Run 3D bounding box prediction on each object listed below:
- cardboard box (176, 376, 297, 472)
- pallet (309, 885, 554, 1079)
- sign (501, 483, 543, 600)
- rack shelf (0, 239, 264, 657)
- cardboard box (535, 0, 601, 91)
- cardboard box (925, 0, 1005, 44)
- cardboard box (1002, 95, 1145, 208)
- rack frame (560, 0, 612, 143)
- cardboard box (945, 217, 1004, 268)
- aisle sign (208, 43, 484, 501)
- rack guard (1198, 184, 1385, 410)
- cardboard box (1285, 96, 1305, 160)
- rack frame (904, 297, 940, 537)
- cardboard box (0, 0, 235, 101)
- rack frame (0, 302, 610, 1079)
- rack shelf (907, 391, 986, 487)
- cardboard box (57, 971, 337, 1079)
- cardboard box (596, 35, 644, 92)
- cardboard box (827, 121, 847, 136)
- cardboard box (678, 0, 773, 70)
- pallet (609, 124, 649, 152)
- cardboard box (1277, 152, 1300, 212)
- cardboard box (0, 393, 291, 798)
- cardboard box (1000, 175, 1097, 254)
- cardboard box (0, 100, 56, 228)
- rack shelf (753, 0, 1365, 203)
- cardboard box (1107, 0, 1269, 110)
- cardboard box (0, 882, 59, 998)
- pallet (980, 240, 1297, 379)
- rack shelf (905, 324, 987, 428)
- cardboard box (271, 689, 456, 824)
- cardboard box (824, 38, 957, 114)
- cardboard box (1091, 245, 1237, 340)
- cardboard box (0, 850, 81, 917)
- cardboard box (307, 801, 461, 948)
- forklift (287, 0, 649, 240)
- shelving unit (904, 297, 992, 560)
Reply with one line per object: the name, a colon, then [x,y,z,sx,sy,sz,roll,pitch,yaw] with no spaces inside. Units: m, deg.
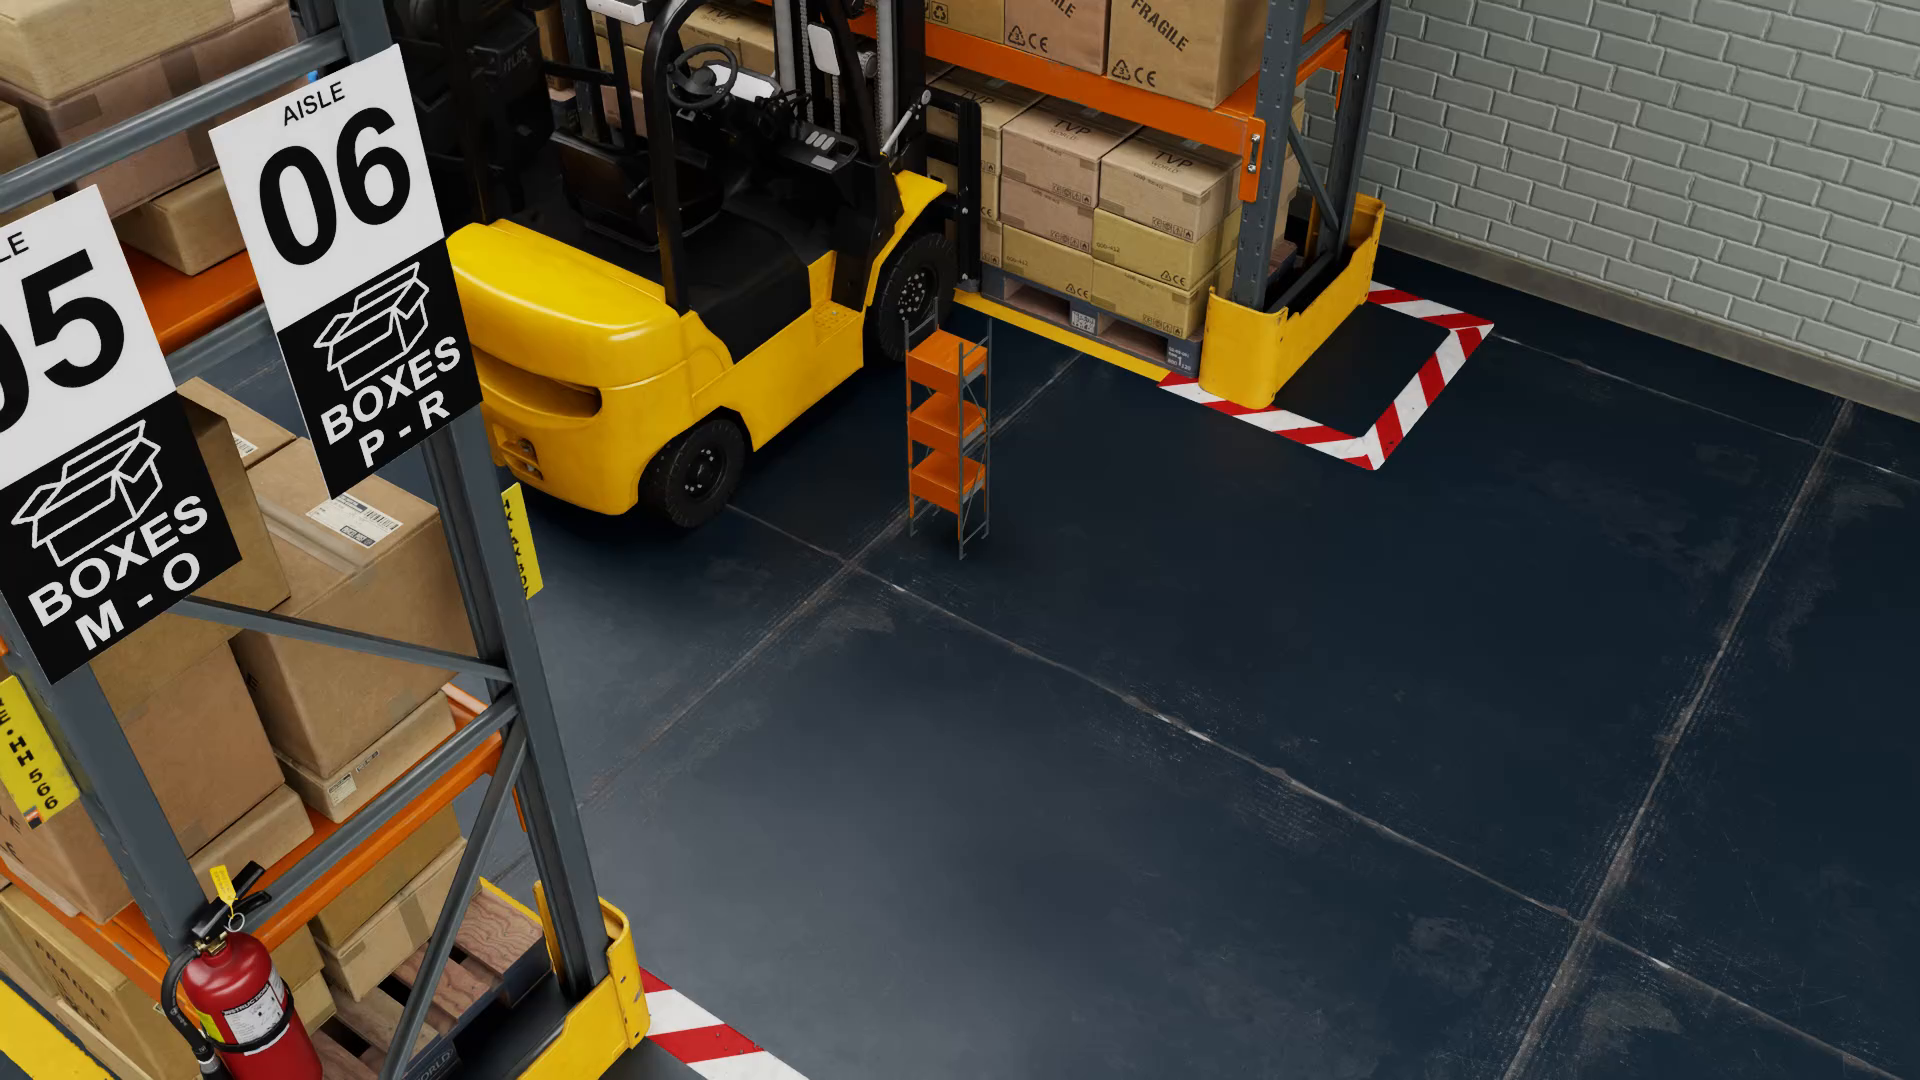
cardboard box: [-1.991,-0.041,4.248,0.500,0.500,0.500,27,48,27]
pallet: [-2.043,1.316,5.120,1.213,0.211,1.003,25,48,25]
sign: [-1.025,0.018,3.831,0.005,0.325,0.100,25,48,25]
rack shelf: [-2.974,-0.979,3.884,4.000,0.370,1.077,25,48,25]
cardboard box: [-2.198,-3.071,9.399,0.625,0.625,0.875,27,48,27]
cardboard box: [0.118,-2.557,7.283,0.500,0.500,0.500,24,47,25]
cardboard box: [0.533,-1.777,7.484,0.500,0.250,0.500,26,48,26]
rack frame: [-1.764,-3.606,8.531,0.127,3.000,1.000,25,48,25]
cardboard box: [0.138,-1.606,8.042,0.500,0.250,0.500,26,48,26]
aisle sign: [-1.108,-0.478,3.085,0.004,0.787,0.394,25,48,25]
rack guard: [1.530,-1.134,7.642,0.348,0.500,1.175,25,48,25]
cardboard box: [1.226,-1.866,7.584,0.500,0.250,0.500,24,47,25]
rack frame: [-0.144,-0.458,6.475,0.008,1.050,0.200,25,48,25]
cardboard box: [-1.510,-0.932,2.883,0.250,0.149,0.380,25,47,25]
rack frame: [-1.336,0.637,3.789,0.127,3.000,1.000,25,48,25]
rack shelf: [-0.044,-0.404,6.430,0.240,0.259,0.215,25,48,25]
cardboard box: [-2.172,1.333,4.758,0.500,0.250,0.500,25,47,25]
cardboard box: [-1.545,-2.570,8.745,0.500,0.250,0.500,25,47,25]
cardboard box: [-0.314,-1.986,8.092,0.500,0.250,0.500,25,47,25]
cardboard box: [-1.136,-2.553,8.351,0.500,0.250,0.500,25,48,25]
pallet: [-1.137,-2.240,9.095,1.213,0.211,1.003,25,48,25]
cardboard box: [1.245,-1.686,7.757,0.500,0.250,0.500,26,48,26]
cardboard box: [-1.880,0.040,3.408,0.500,0.500,0.700,24,47,24]
cardboard box: [0.528,-1.606,7.668,0.500,0.250,0.500,25,47,25]
cardboard box: [-1.910,-0.585,2.794,0.500,0.250,0.500,24,47,25]
rack shelf: [-0.127,-2.572,7.915,4.000,0.370,1.077,25,48,25]
cardboard box: [0.957,-2.157,6.836,0.500,0.500,0.500,24,47,24]
cardboard box: [-2.571,0.863,4.721,0.500,0.500,0.500,27,48,27]
pallet: [0.860,-1.305,8.050,1.213,0.211,1.003,25,48,25]
rack shelf: [-0.044,-0.615,6.241,0.240,0.259,0.215,25,48,25]
cardboard box: [-1.496,0.487,4.144,0.250,0.149,0.380,25,48,25]
cardboard box: [-0.296,-2.163,7.915,0.500,0.250,0.500,24,47,25]
cardboard box: [0.945,-1.214,7.604,0.500,0.250,0.500,25,48,26]
cardboard box: [-2.037,0.668,3.943,0.250,0.149,0.380,25,47,25]
cardboard box: [-1.858,0.757,4.839,0.500,0.500,0.500,24,47,24]
forklift: [-2.075,-2.528,7.377,3.031,2.935,1.130,14,44,15]
shelving unit: [-0.044,-0.412,6.423,0.252,1.050,0.215,25,48,25]
